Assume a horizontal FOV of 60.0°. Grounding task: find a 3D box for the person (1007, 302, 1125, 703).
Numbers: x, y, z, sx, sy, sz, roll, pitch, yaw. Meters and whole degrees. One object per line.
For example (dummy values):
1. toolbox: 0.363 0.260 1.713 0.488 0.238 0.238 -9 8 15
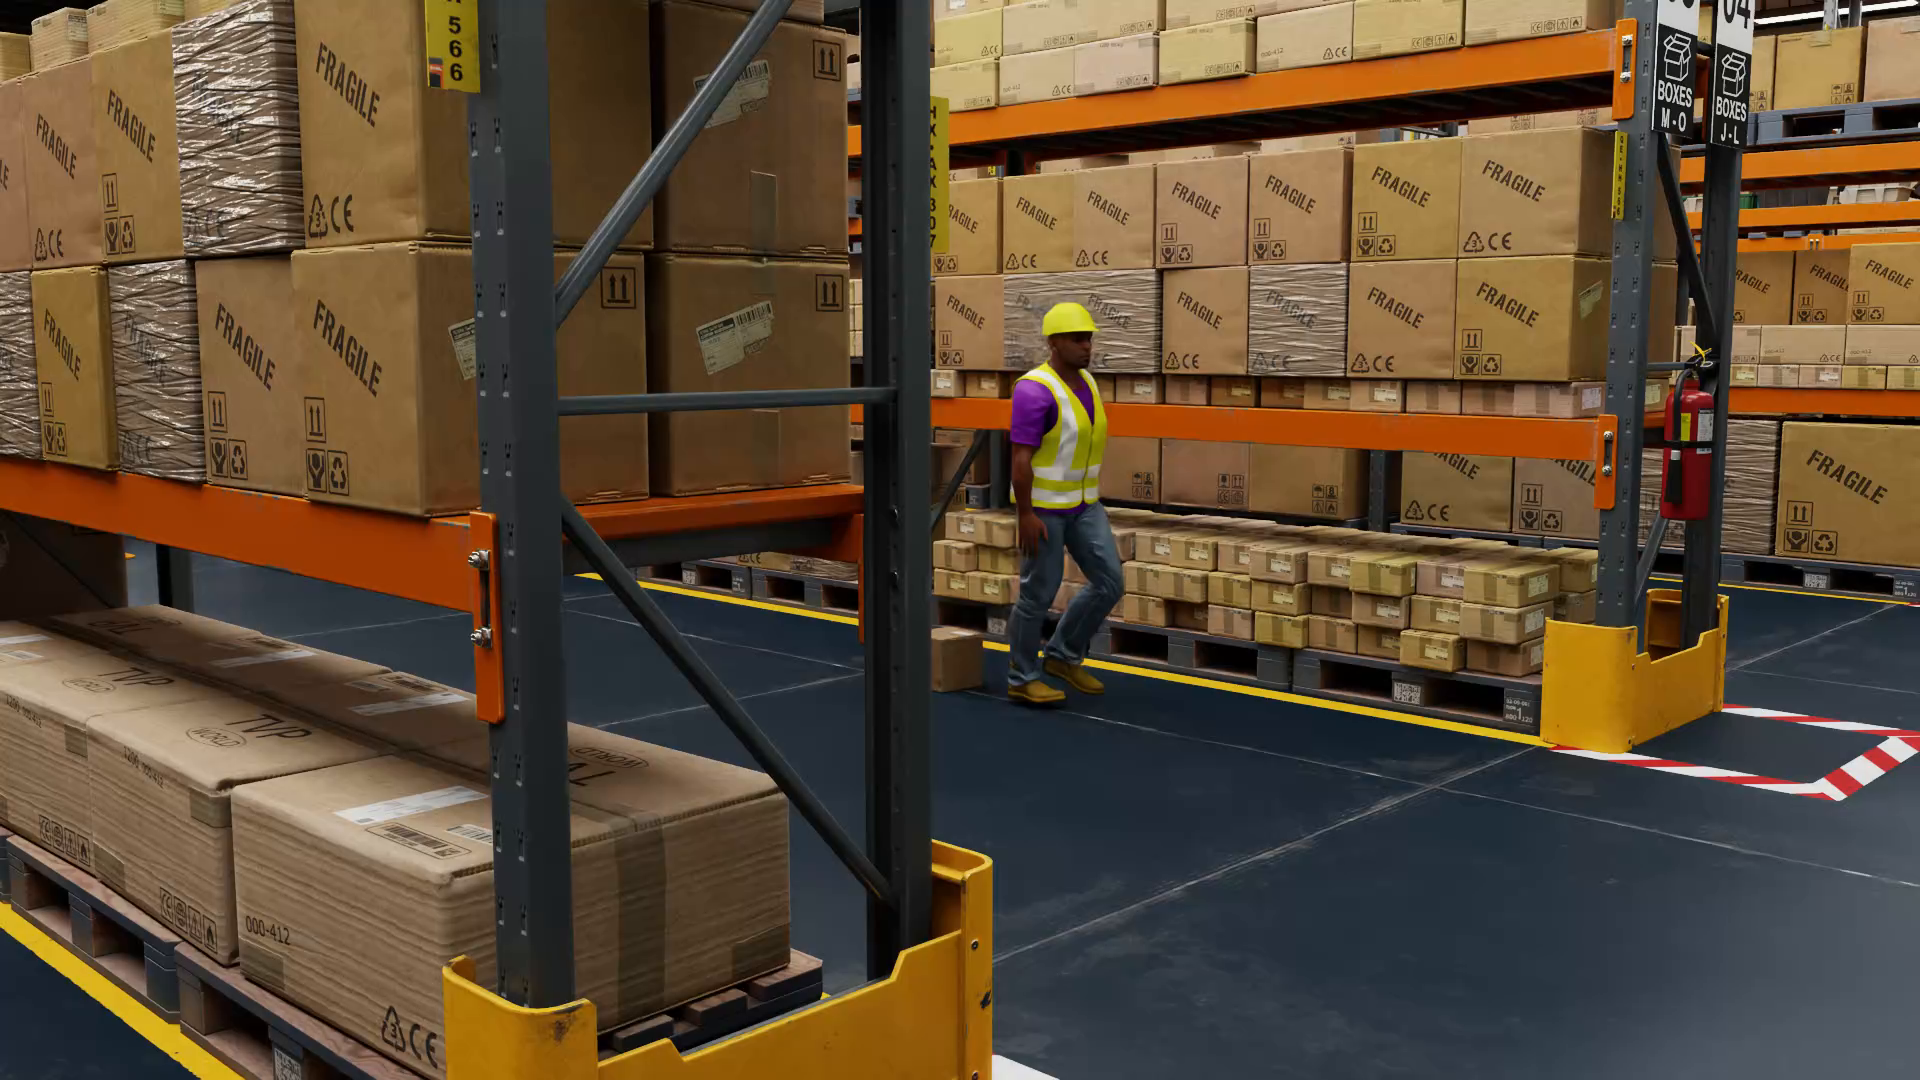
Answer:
1. person: 0.408 -0.148 7.214 0.523 1.744 0.609 6 9 41
